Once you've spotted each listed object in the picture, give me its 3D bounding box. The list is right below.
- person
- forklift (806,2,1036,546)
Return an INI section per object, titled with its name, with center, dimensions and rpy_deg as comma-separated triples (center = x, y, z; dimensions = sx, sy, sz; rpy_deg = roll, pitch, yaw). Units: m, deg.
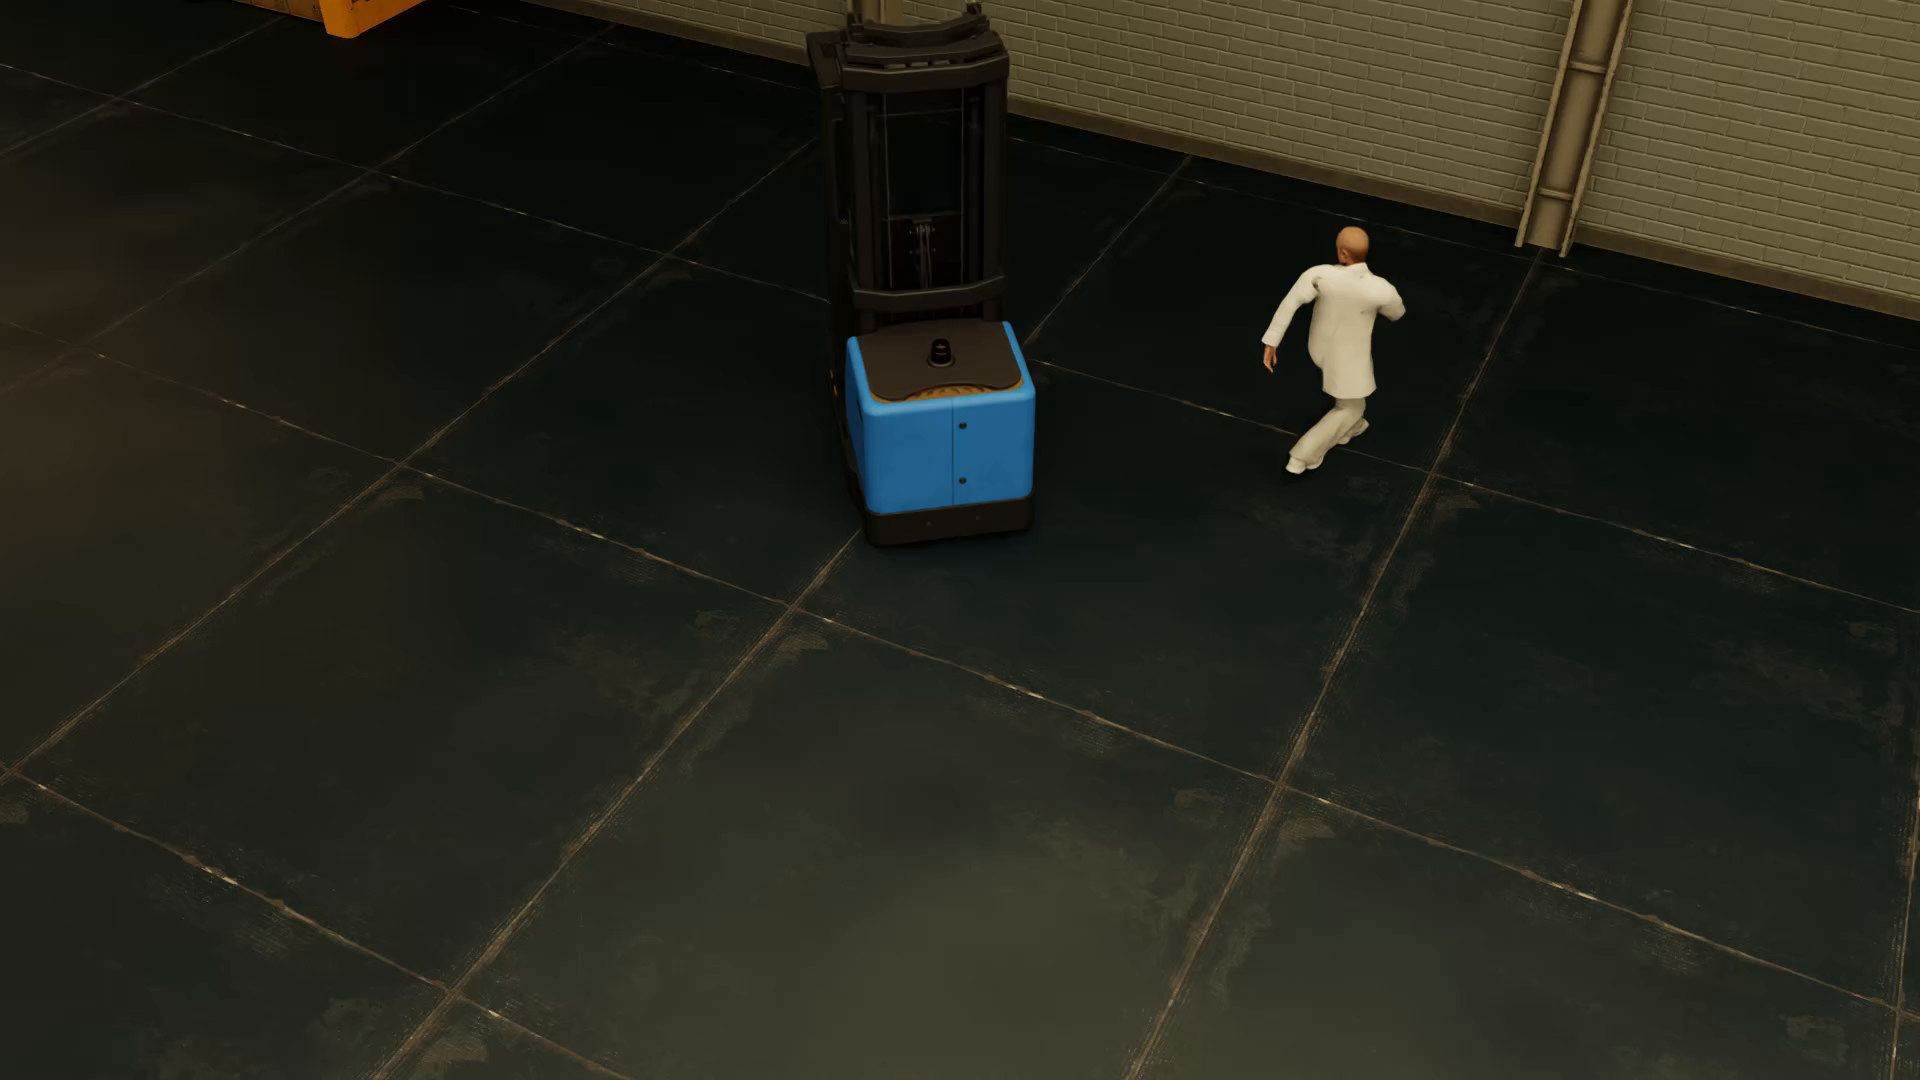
[person]
center = 2.378, -1.216, 10.427
dimensions = 0.975, 1.696, 0.619
rpy_deg = -32, 50, -32
[forklift]
center = -0.315, -2.041, 10.410
dimensions = 1.130, 2.935, 3.031
rpy_deg = -7, 41, -8
